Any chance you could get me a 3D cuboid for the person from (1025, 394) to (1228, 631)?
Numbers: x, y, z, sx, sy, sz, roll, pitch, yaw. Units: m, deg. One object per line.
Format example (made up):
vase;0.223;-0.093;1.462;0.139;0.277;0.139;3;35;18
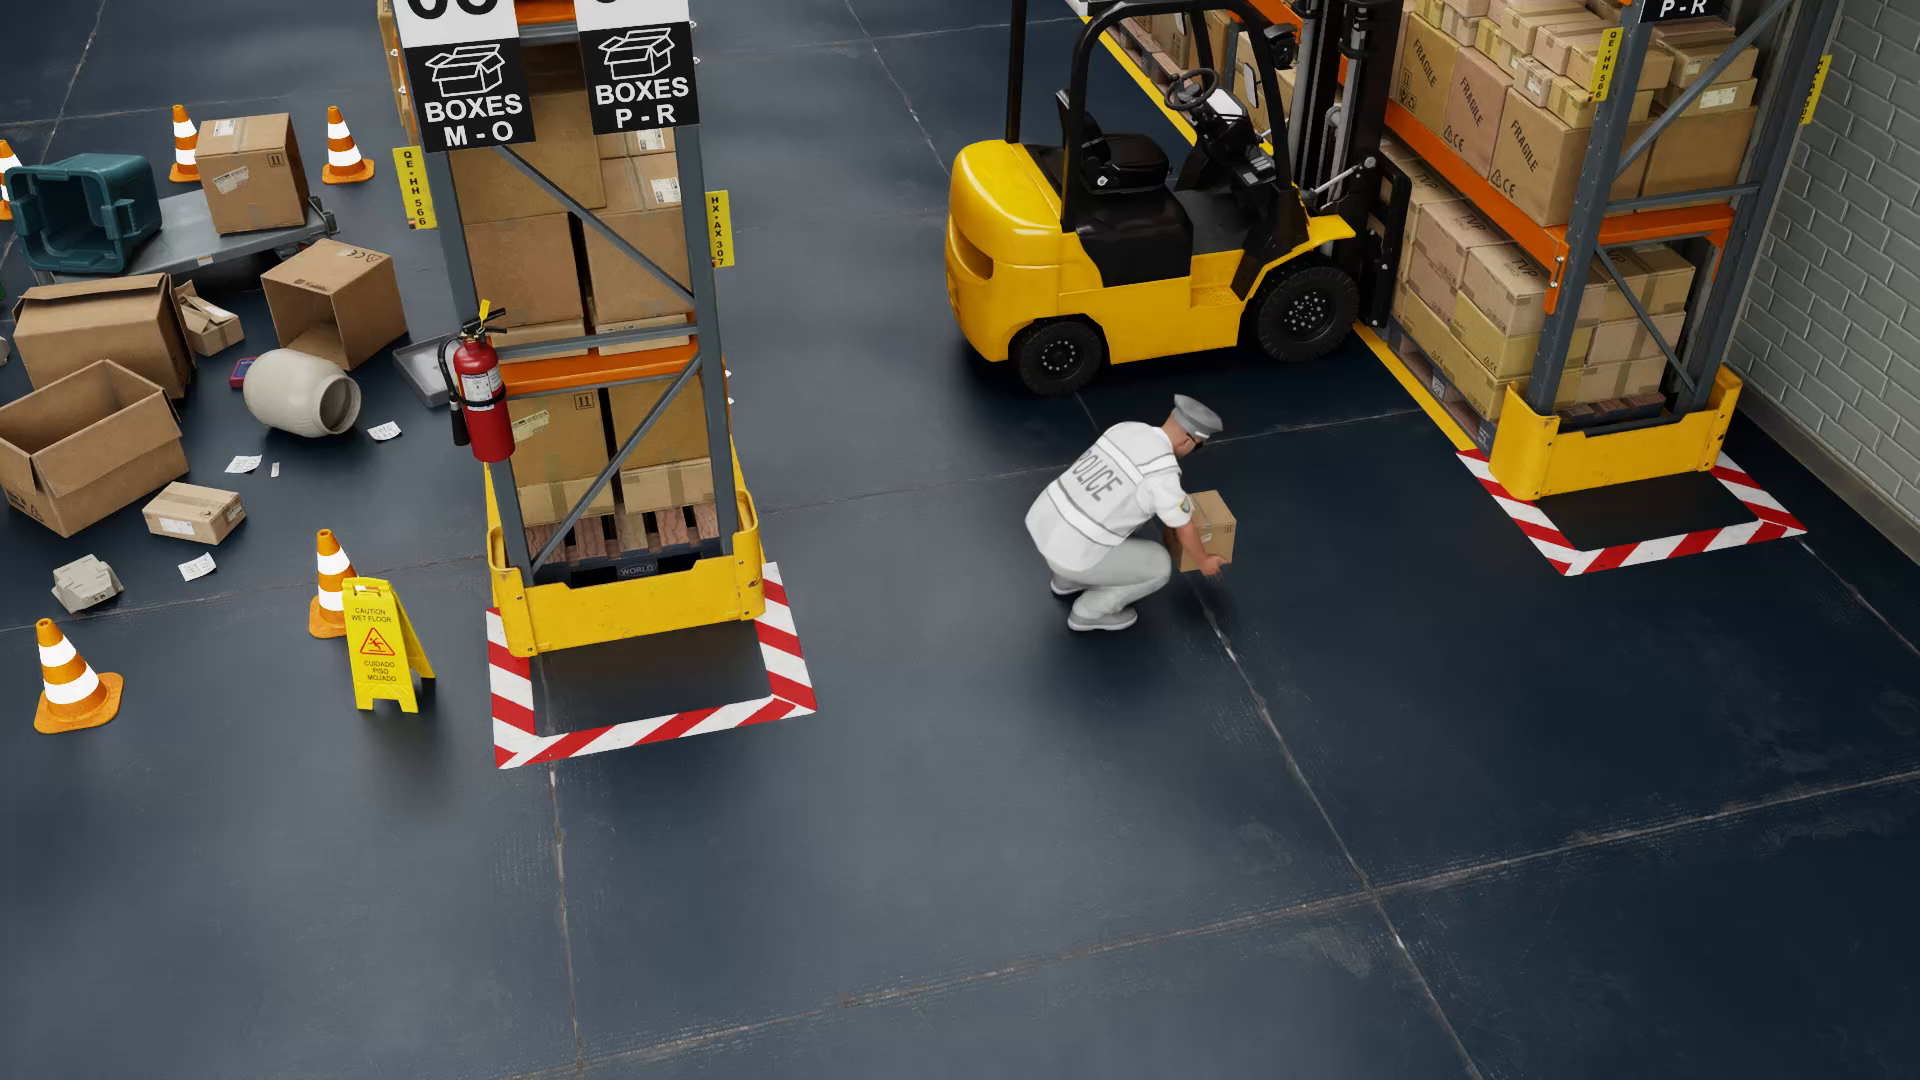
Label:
person;0.754;-0.127;7.480;0.916;1.022;0.538;-10;39;-13
